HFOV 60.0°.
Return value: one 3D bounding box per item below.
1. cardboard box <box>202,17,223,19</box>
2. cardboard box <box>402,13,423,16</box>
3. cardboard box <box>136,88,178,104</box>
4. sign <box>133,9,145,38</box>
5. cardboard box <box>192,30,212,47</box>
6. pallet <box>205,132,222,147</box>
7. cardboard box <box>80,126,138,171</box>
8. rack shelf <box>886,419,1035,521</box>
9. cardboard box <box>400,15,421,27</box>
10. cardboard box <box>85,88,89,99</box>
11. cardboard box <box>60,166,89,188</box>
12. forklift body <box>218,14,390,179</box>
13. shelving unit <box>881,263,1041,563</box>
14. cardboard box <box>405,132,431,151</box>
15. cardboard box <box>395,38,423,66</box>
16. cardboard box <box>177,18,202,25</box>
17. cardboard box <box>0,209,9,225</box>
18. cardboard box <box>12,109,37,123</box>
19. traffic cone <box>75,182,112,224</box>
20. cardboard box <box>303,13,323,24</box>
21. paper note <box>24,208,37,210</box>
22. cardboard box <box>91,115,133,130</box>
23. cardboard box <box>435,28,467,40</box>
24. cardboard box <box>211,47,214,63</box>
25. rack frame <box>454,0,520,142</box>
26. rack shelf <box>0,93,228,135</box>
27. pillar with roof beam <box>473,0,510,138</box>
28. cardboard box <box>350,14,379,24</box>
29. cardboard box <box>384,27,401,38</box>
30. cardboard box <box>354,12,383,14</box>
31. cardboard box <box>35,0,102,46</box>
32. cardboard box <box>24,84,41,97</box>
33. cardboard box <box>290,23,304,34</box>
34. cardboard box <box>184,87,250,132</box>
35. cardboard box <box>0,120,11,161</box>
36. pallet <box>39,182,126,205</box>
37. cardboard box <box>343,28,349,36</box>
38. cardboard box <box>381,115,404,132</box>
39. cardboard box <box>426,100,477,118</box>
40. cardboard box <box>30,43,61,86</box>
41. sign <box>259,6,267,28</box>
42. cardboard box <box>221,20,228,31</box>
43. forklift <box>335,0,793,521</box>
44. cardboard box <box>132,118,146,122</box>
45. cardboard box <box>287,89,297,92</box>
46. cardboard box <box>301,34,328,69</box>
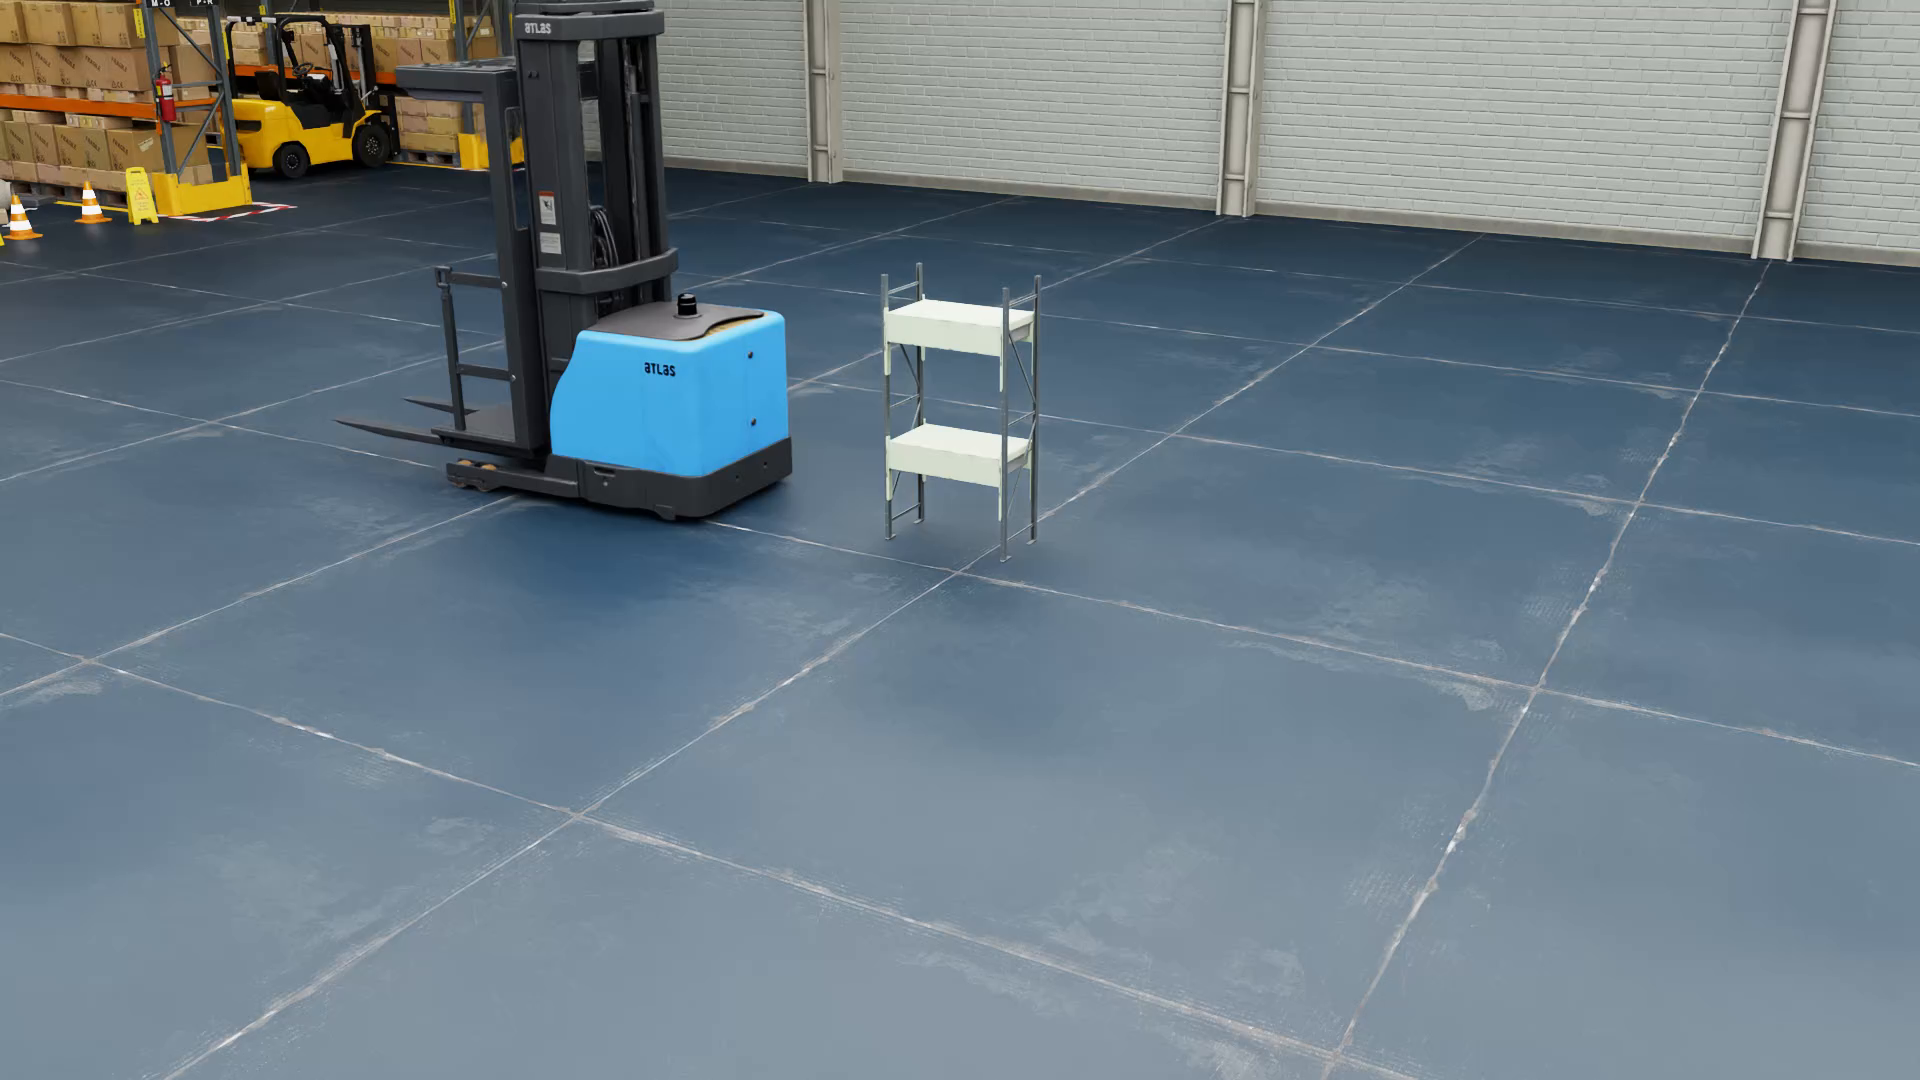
[{"bbox_3d":[-12.185,-8.453,27.173,0.250,0.149,0.380,12,23,29],"label":"cardboard box"},{"bbox_3d":[-8.204,-7.874,25.139,0.250,0.149,0.380,10,22,26],"label":"cardboard box"},{"bbox_3d":[-9.782,-5.417,20.267,0.250,0.149,0.380,12,23,29],"label":"cardboard box"},{"bbox_3d":[-9.639,-6.067,19.531,0.005,0.325,0.100,11,23,27],"label":"sign"},{"bbox_3d":[-11.875,-8.020,26.562,0.500,0.250,0.500,11,23,28],"label":"cardboard box"},{"bbox_3d":[-12.157,-6.682,27.477,1.213,0.211,1.003,11,23,27],"label":"pallet"},{"bbox_3d":[-10.635,-4.935,20.888,0.500,0.500,0.500,12,23,29],"label":"cardboard box"},{"bbox_3d":[0.006,-0.397,9.217,0.720,0.370,0.431,11,23,27],"label":"rack shelf"},{"bbox_3d":[-8.002,-7.634,24.477,0.250,0.149,0.380,11,23,28],"label":"cardboard box"},{"bbox_3d":[-10.665,-5.593,20.753,0.250,0.149,0.380,11,23,28],"label":"cardboard box"},{"bbox_3d":[-11.096,-4.669,21.255,0.500,0.250,0.500,10,22,25],"label":"cardboard box"},{"bbox_3d":[-9.479,-6.388,23.821,1.214,2.155,2.313,11,23,27],"label":"forklift body"},{"bbox_3d":[0.006,-0.704,9.106,0.755,1.500,0.431,11,23,27],"label":"shelving unit"},{"bbox_3d":[-7.927,-5.989,24.893,0.500,0.250,0.500,11,23,27],"label":"cardboard box"},{"bbox_3d":[-7.940,-7.154,24.542,0.500,0.500,0.500,12,23,29],"label":"cardboard box"},{"bbox_3d":[-12.377,-8.330,26.833,0.250,0.149,0.380,11,23,27],"label":"cardboard box"},{"bbox_3d":[-11.480,-3.813,19.657,0.380,0.149,0.250,-11,23,-29],"label":"cardboard box"},{"bbox_3d":[-11.930,-5.462,21.388,0.250,0.149,0.380,12,23,29],"label":"cardboard box"},{"bbox_3d":[-10.355,-4.031,19.799,0.334,0.463,0.336,11,23,27],"label":"traffic cone"},{"bbox_3d":[-9.793,-7.974,25.414,0.250,0.149,0.380,10,22,26],"label":"cardboard box"},{"bbox_3d":[-11.572,-4.120,20.679,0.148,0.019,0.142,3,20,9],"label":"paper note"},{"bbox_3d":[-10.531,-5.195,20.654,0.250,0.149,0.380,12,23,29],"label":"cardboard box"},{"bbox_3d":[-7.373,-7.341,24.105,0.250,0.149,0.380,11,23,28],"label":"cardboard box"},{"bbox_3d":[-11.853,-7.789,26.658,0.500,0.250,0.500,11,23,28],"label":"cardboard box"},{"bbox_3d":[-6.933,-7.015,24.304,0.127,3.000,1.000,11,23,27],"label":"rack frame"},{"bbox_3d":[-11.097,-5.531,21.268,4.000,0.370,1.077,11,23,27],"label":"rack shelf"},{"bbox_3d":[-9.201,-8.937,20.807,0.400,9.000,9.100,11,23,27],"label":"pillar with roof beam"},{"bbox_3d":[-8.902,-7.803,24.944,0.250,0.149,0.380,11,23,28],"label":"cardboard box"},{"bbox_3d":[-8.274,-7.511,24.574,0.250,0.149,0.380,10,22,26],"label":"cardboard box"},{"bbox_3d":[-9.097,-8.042,25.603,0.250,0.149,0.380,10,22,26],"label":"cardboard box"},{"bbox_3d":[-10.837,-6.354,20.433,0.500,0.500,0.700,10,22,27],"label":"cardboard box"},{"bbox_3d":[-11.612,-5.720,21.103,0.250,0.149,0.380,11,23,28],"label":"cardboard box"},{"bbox_3d":[-10.049,-7.858,25.530,0.250,0.149,0.380,11,23,29],"label":"cardboard box"},{"bbox_3d":[-12.218,-7.100,27.406,0.625,0.625,0.875,10,22,25],"label":"cardboard box"},{"bbox_3d":[-12.460,-5.280,21.840,0.500,0.500,0.500,12,23,30],"label":"cardboard box"},{"bbox_3d":[-11.170,-4.587,21.700,1.213,0.211,1.003,11,23,27],"label":"pallet"},{"bbox_3d":[-9.172,-7.679,25.037,0.250,0.149,0.380,10,22,26],"label":"cardboard box"},{"bbox_3d":[-8.404,-6.308,25.041,0.500,0.250,0.500,10,22,26],"label":"cardboard box"},{"bbox_3d":[-7.488,-6.373,24.486,0.500,0.250,0.500,12,23,29],"label":"cardboard box"},{"bbox_3d":[-11.262,-5.990,20.897,0.500,0.500,0.500,11,23,28],"label":"cardboard box"},{"bbox_3d":[-10.682,-8.024,25.504,0.005,0.325,0.100,11,23,27],"label":"sign"},{"bbox_3d":[-11.548,-8.121,26.255,0.250,0.149,0.380,10,22,26],"label":"cardboard box"},{"bbox_3d":[-2.590,-1.821,10.086,3.031,2.935,1.130,10,22,25],"label":"forklift"},{"bbox_3d":[-10.834,-5.185,21.578,0.500,0.500,0.500,11,23,28],"label":"cardboard box"},{"bbox_3d":[-10.156,-6.881,25.885,0.500,0.250,0.500,10,22,26],"label":"cardboard box"},{"bbox_3d":[-9.703,-7.494,25.478,0.500,0.500,0.500,11,23,28],"label":"cardboard box"}]
